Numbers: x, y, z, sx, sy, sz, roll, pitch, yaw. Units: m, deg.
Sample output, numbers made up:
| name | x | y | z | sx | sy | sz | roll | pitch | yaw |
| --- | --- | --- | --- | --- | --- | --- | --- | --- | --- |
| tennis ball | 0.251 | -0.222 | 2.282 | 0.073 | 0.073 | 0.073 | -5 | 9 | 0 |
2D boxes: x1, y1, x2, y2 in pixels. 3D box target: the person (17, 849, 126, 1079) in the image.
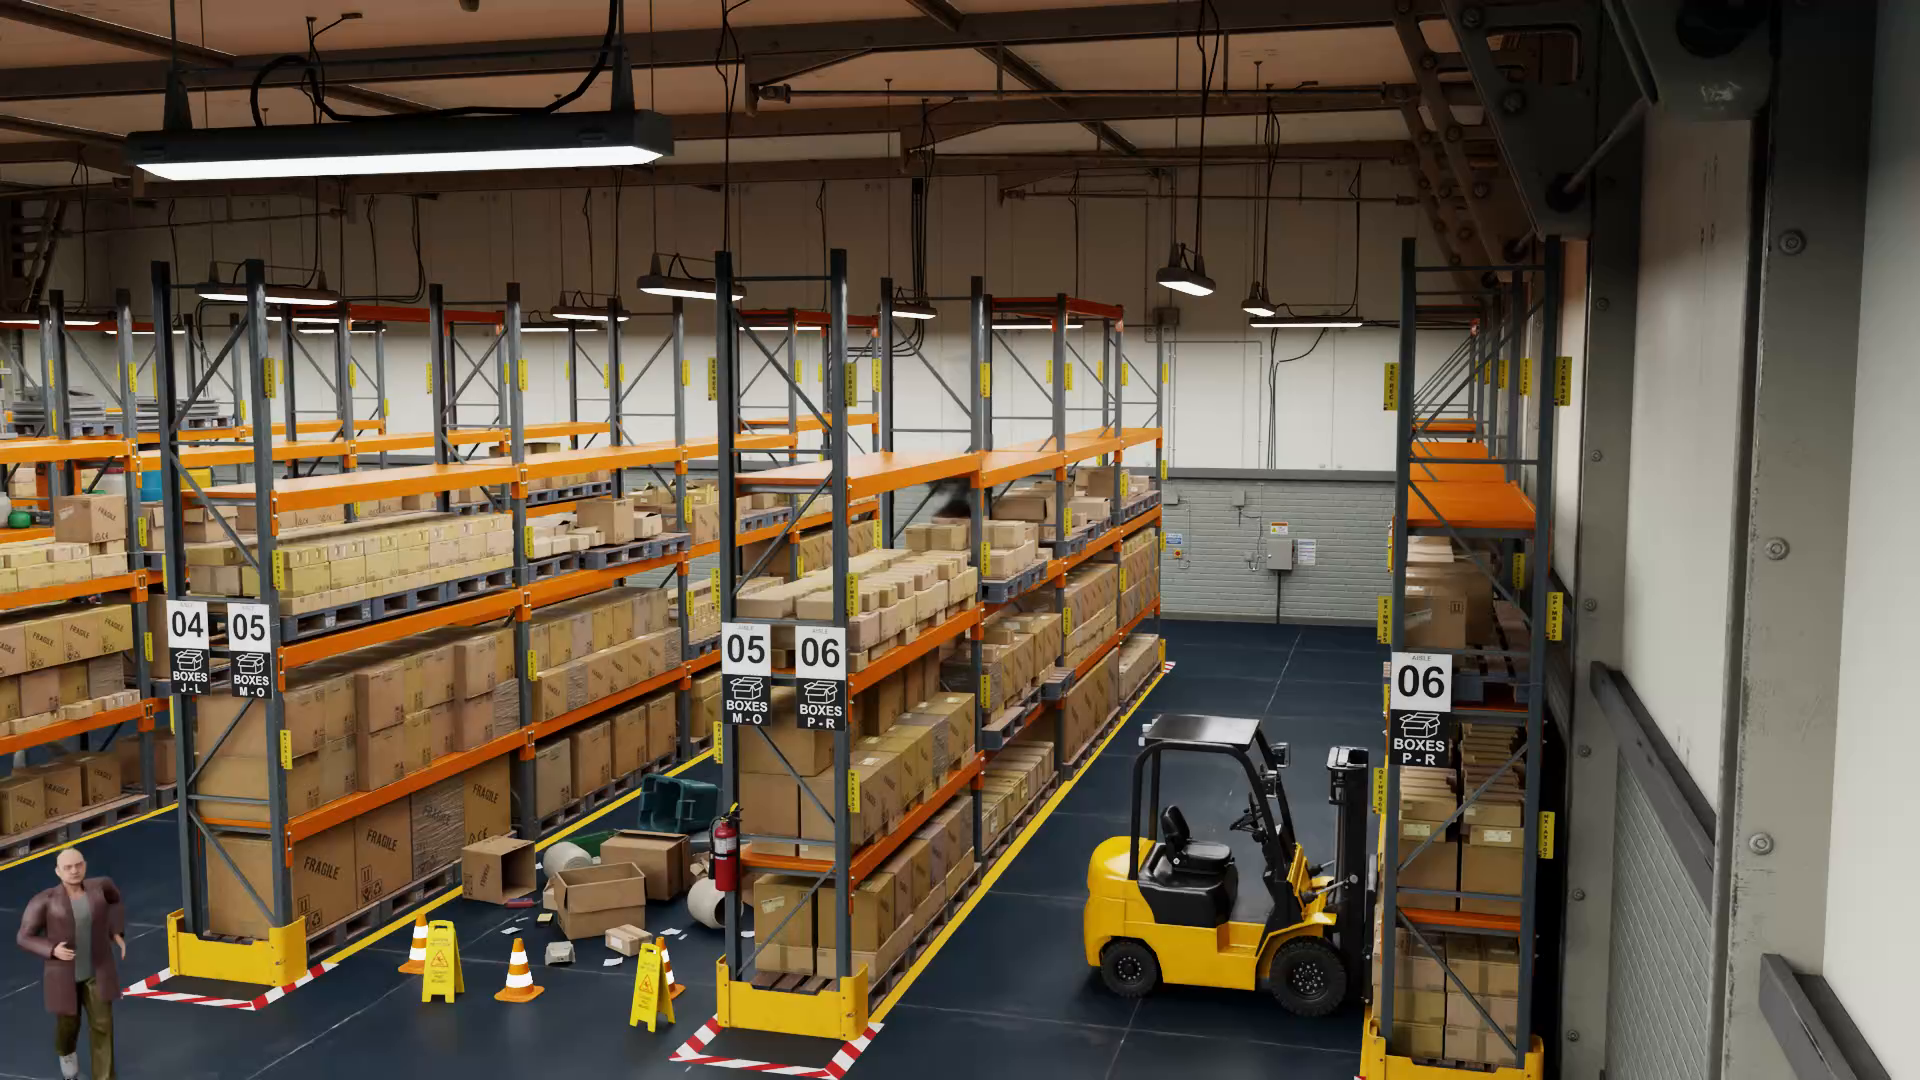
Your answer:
| name | x | y | z | sx | sy | sz | roll | pitch | yaw |
| --- | --- | --- | --- | --- | --- | --- | --- | --- | --- |
| person | -6.161 | 3.040 | 11.618 | 0.723 | 1.791 | 0.983 | -5 | 8 | -39 |

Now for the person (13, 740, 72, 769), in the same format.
| name | x | y | z | sx | sy | sz | roll | pitch | yaw |
| --- | --- | --- | --- | --- | --- | --- | --- | --- | --- |
| person | -11.286 | 2.111 | 20.286 | 0.696 | 1.759 | 0.989 | 2 | 6 | 17 |
